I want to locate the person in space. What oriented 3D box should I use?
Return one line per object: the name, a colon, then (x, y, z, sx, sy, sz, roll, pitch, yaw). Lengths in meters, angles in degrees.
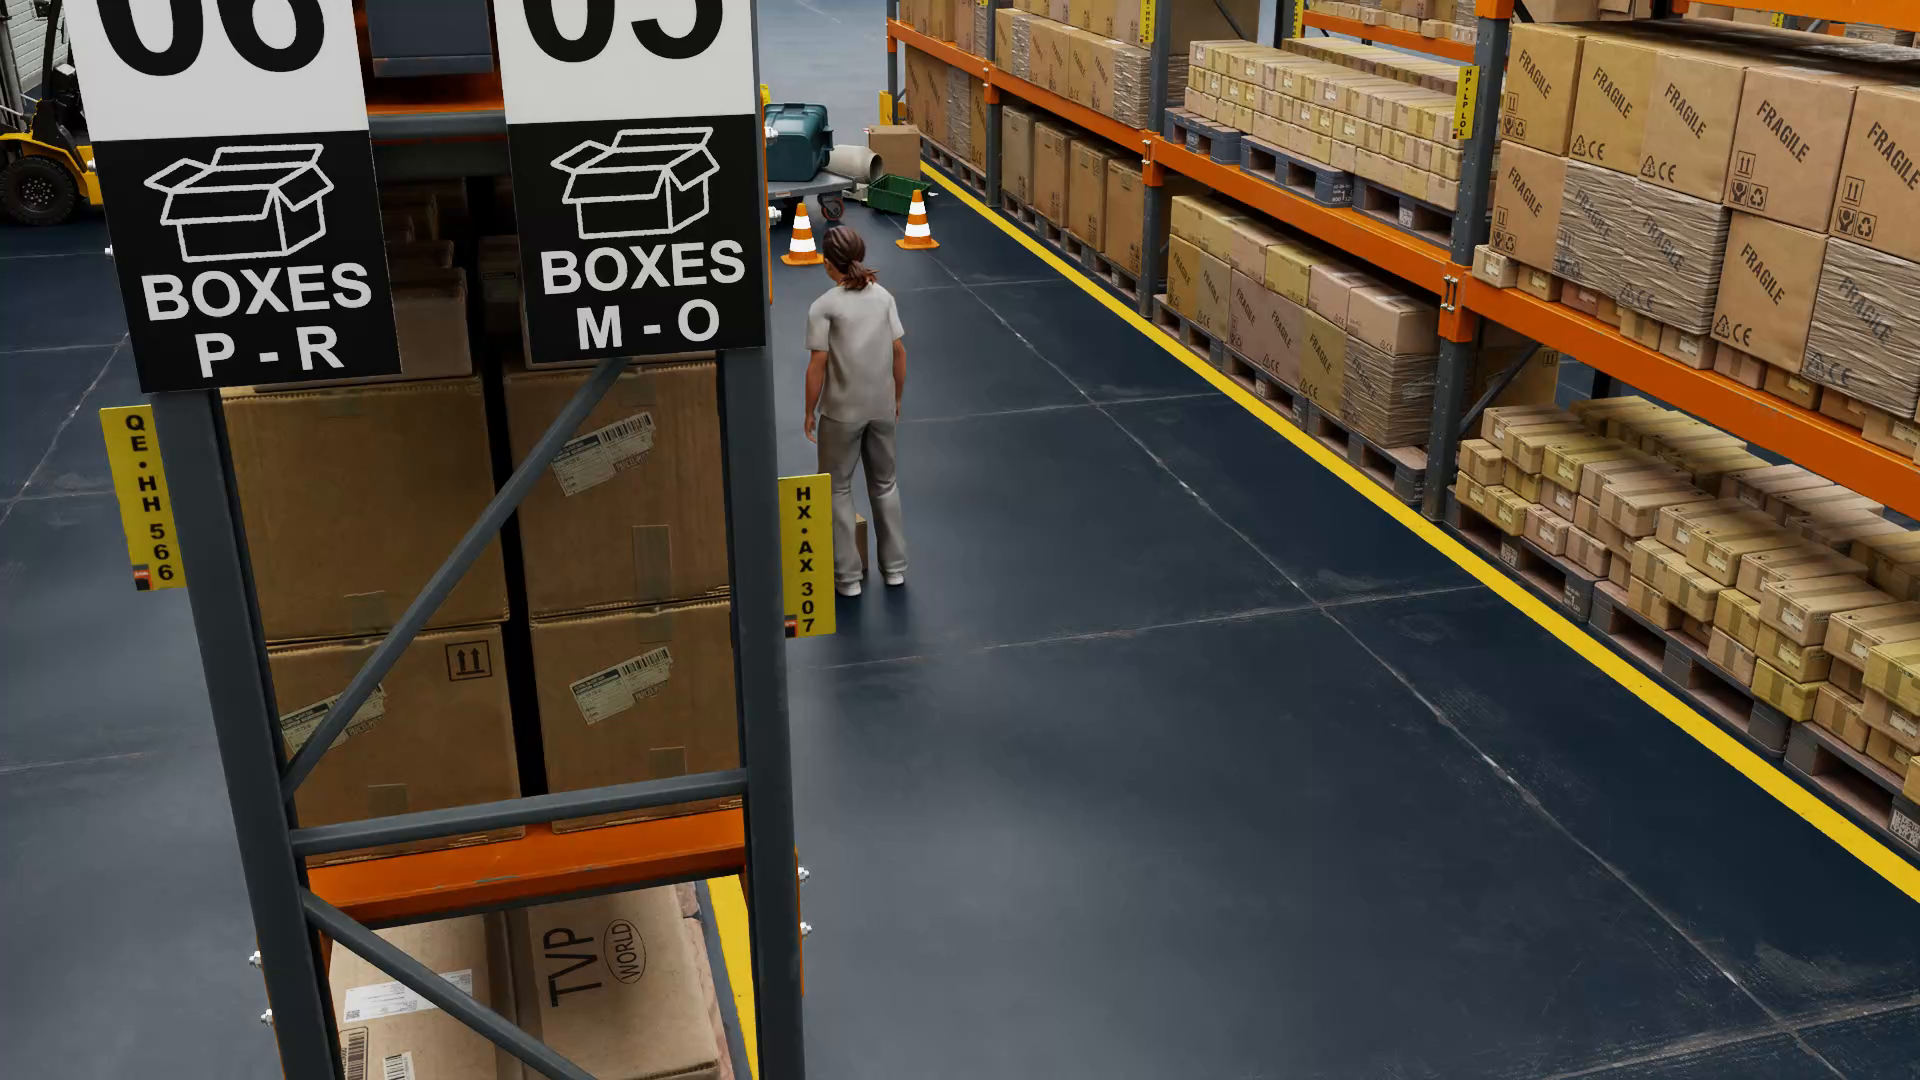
person: (-0.467, -0.569, 7.435, 0.489, 1.673, 0.358, -12, 26, -26)
